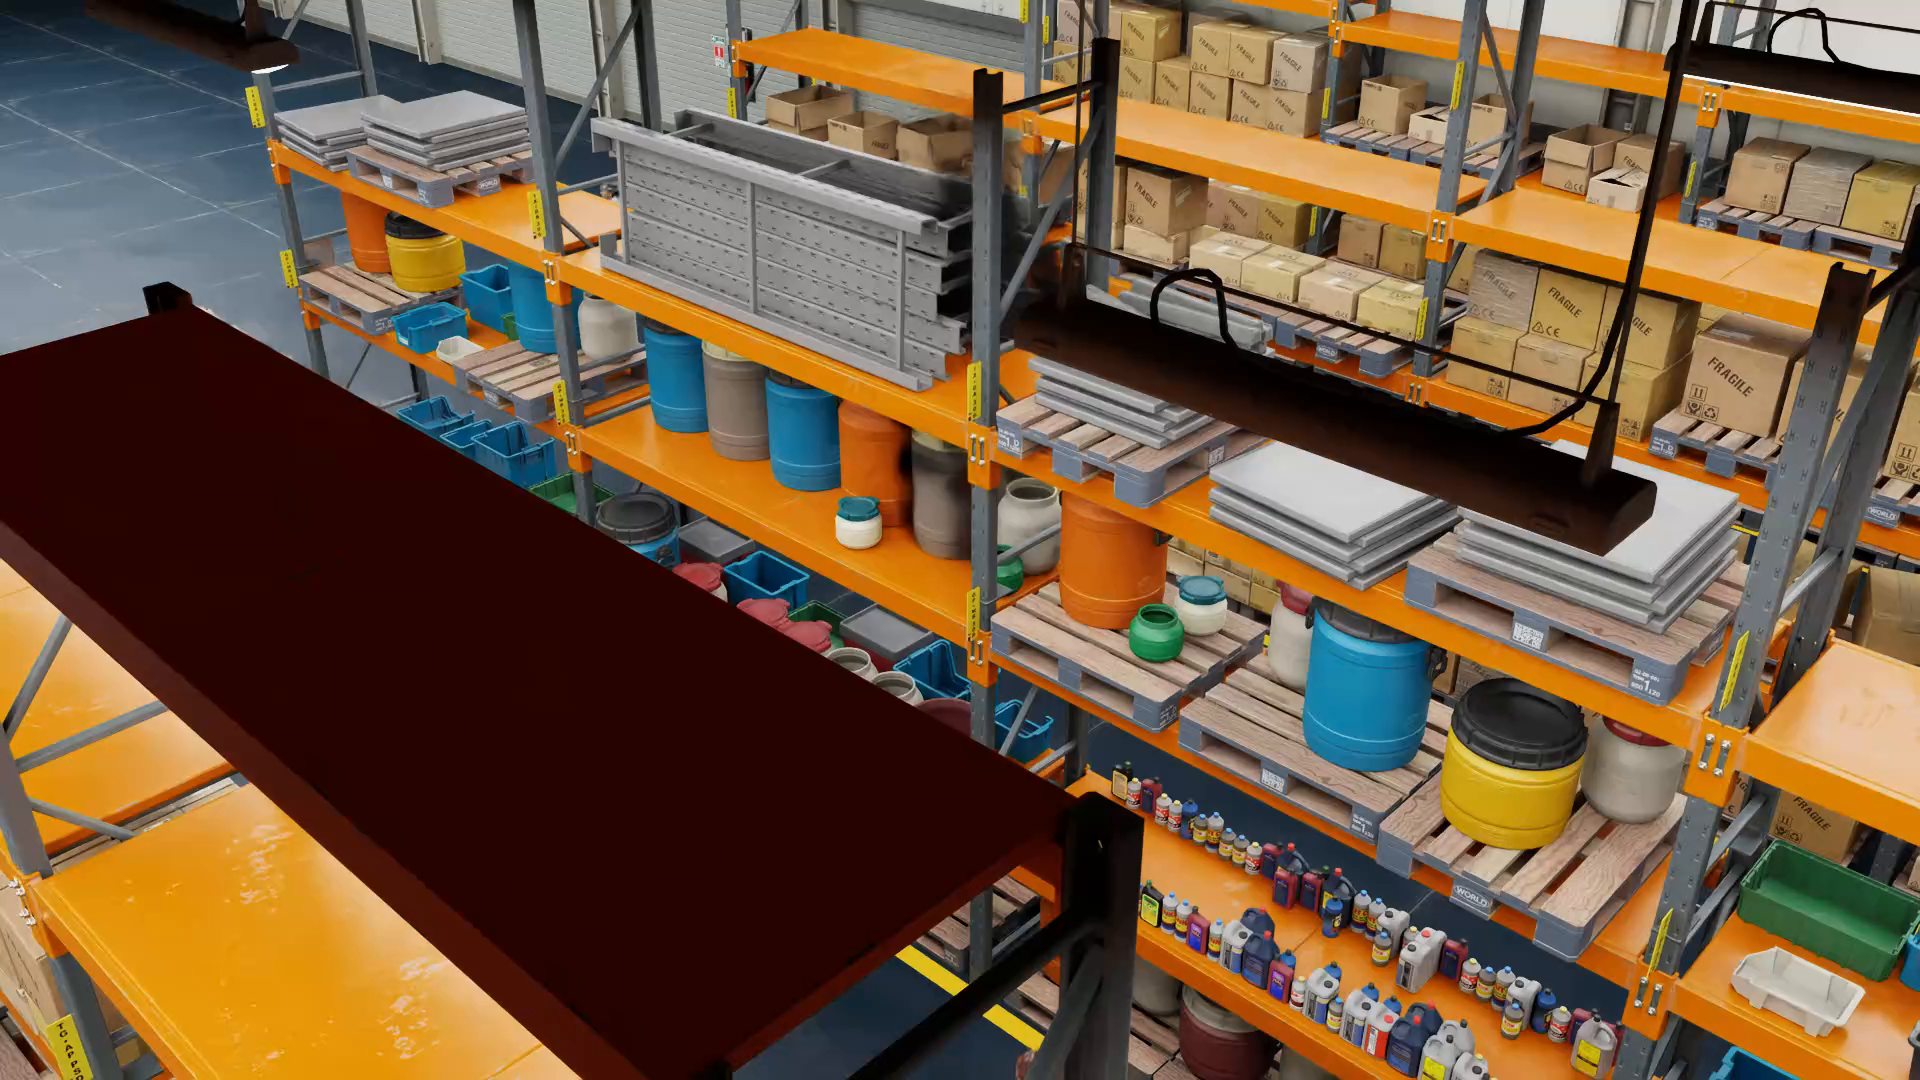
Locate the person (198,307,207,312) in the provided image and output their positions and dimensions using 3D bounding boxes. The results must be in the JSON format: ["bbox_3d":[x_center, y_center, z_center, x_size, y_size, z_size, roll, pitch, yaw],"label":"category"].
[{"bbox_3d":[-7.794,-1.600,17.310,0.751,1.716,0.723,-9,31,-16],"label":"person"}]

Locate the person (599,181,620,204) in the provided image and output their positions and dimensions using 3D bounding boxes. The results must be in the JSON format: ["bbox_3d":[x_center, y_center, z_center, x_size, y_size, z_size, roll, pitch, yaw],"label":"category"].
[{"bbox_3d":[-4.425,-3.783,21.266,0.712,1.733,0.589,-15,33,-25],"label":"person"}]

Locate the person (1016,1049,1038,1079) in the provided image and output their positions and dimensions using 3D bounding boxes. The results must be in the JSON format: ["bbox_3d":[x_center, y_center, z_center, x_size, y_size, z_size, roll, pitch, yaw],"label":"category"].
[{"bbox_3d":[0.360,3.227,8.522,0.665,1.608,0.509,20,35,31],"label":"person"}]
